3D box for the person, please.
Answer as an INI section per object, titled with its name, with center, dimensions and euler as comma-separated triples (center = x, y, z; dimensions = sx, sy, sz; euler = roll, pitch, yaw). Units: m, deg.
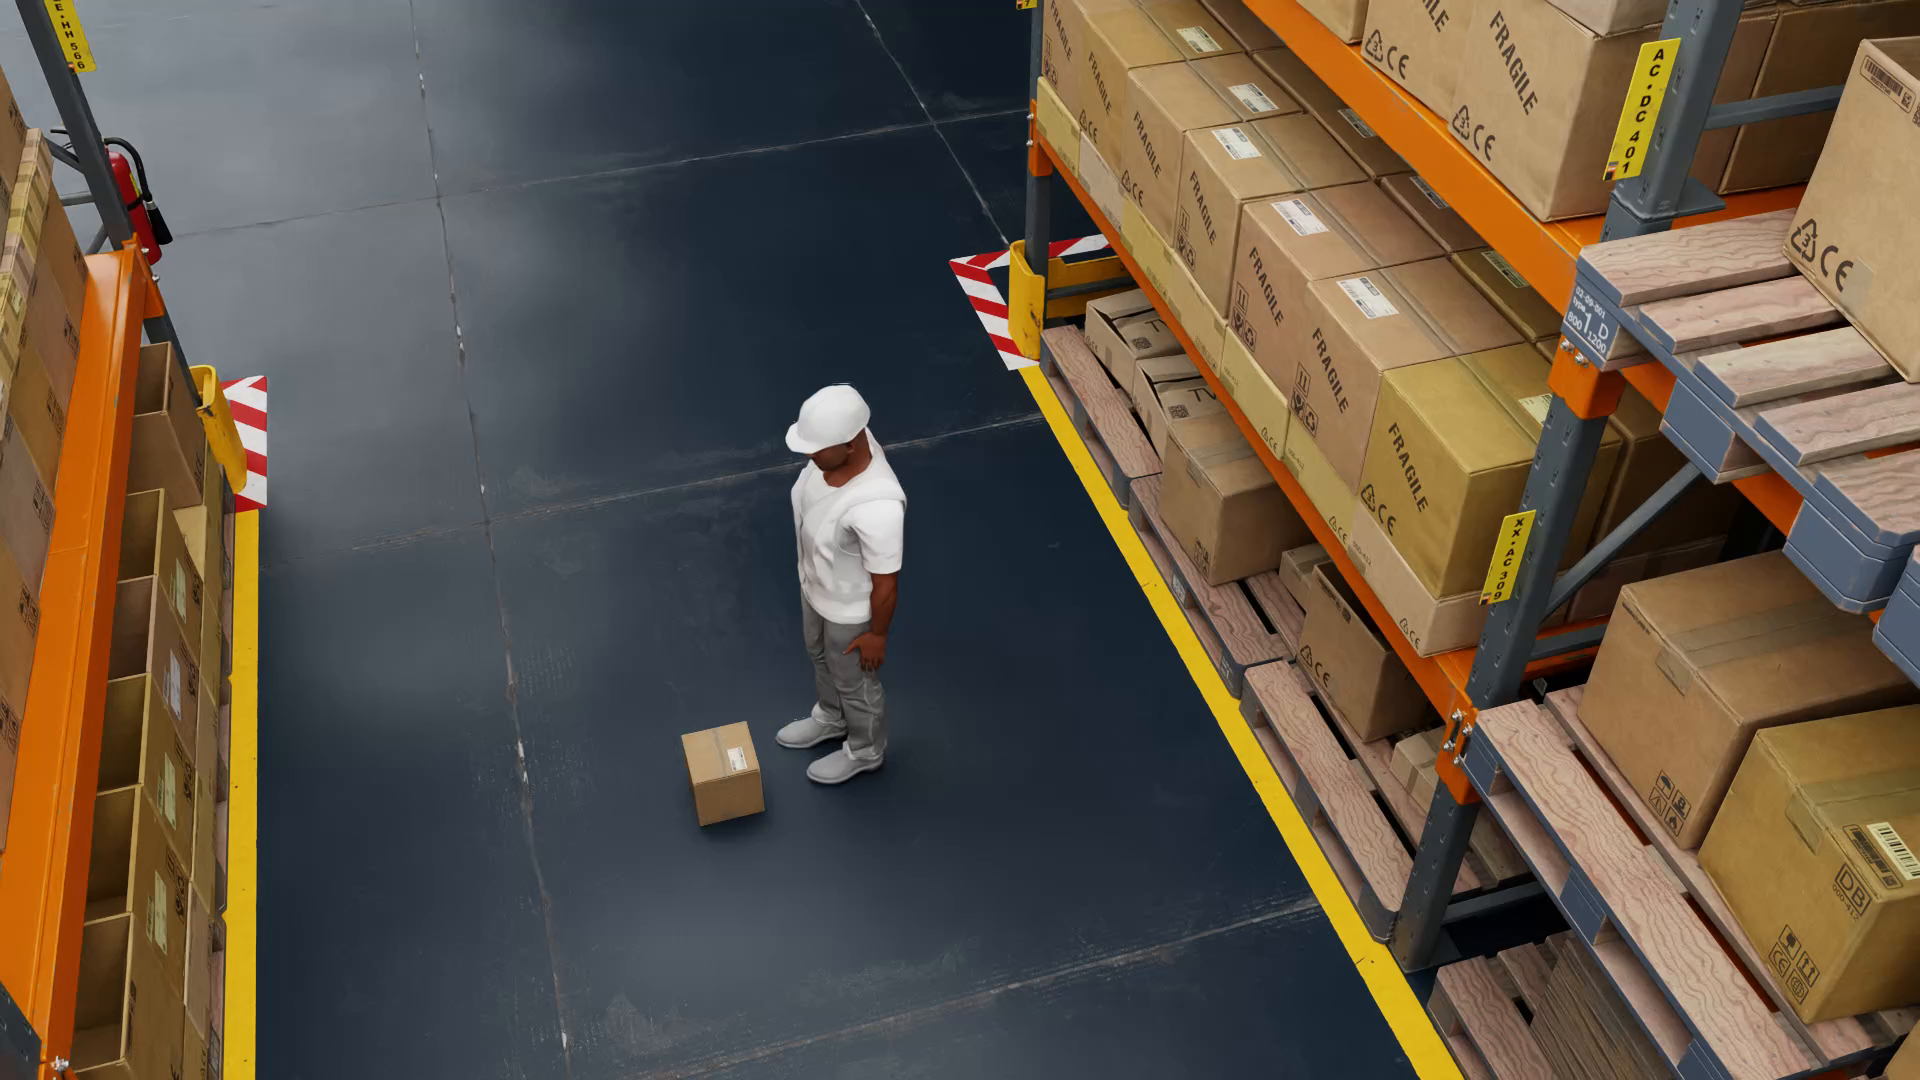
[person]
center = -0.448, 0.189, 5.911
dimensions = 0.459, 1.783, 0.590
euler = -15, 44, -16
